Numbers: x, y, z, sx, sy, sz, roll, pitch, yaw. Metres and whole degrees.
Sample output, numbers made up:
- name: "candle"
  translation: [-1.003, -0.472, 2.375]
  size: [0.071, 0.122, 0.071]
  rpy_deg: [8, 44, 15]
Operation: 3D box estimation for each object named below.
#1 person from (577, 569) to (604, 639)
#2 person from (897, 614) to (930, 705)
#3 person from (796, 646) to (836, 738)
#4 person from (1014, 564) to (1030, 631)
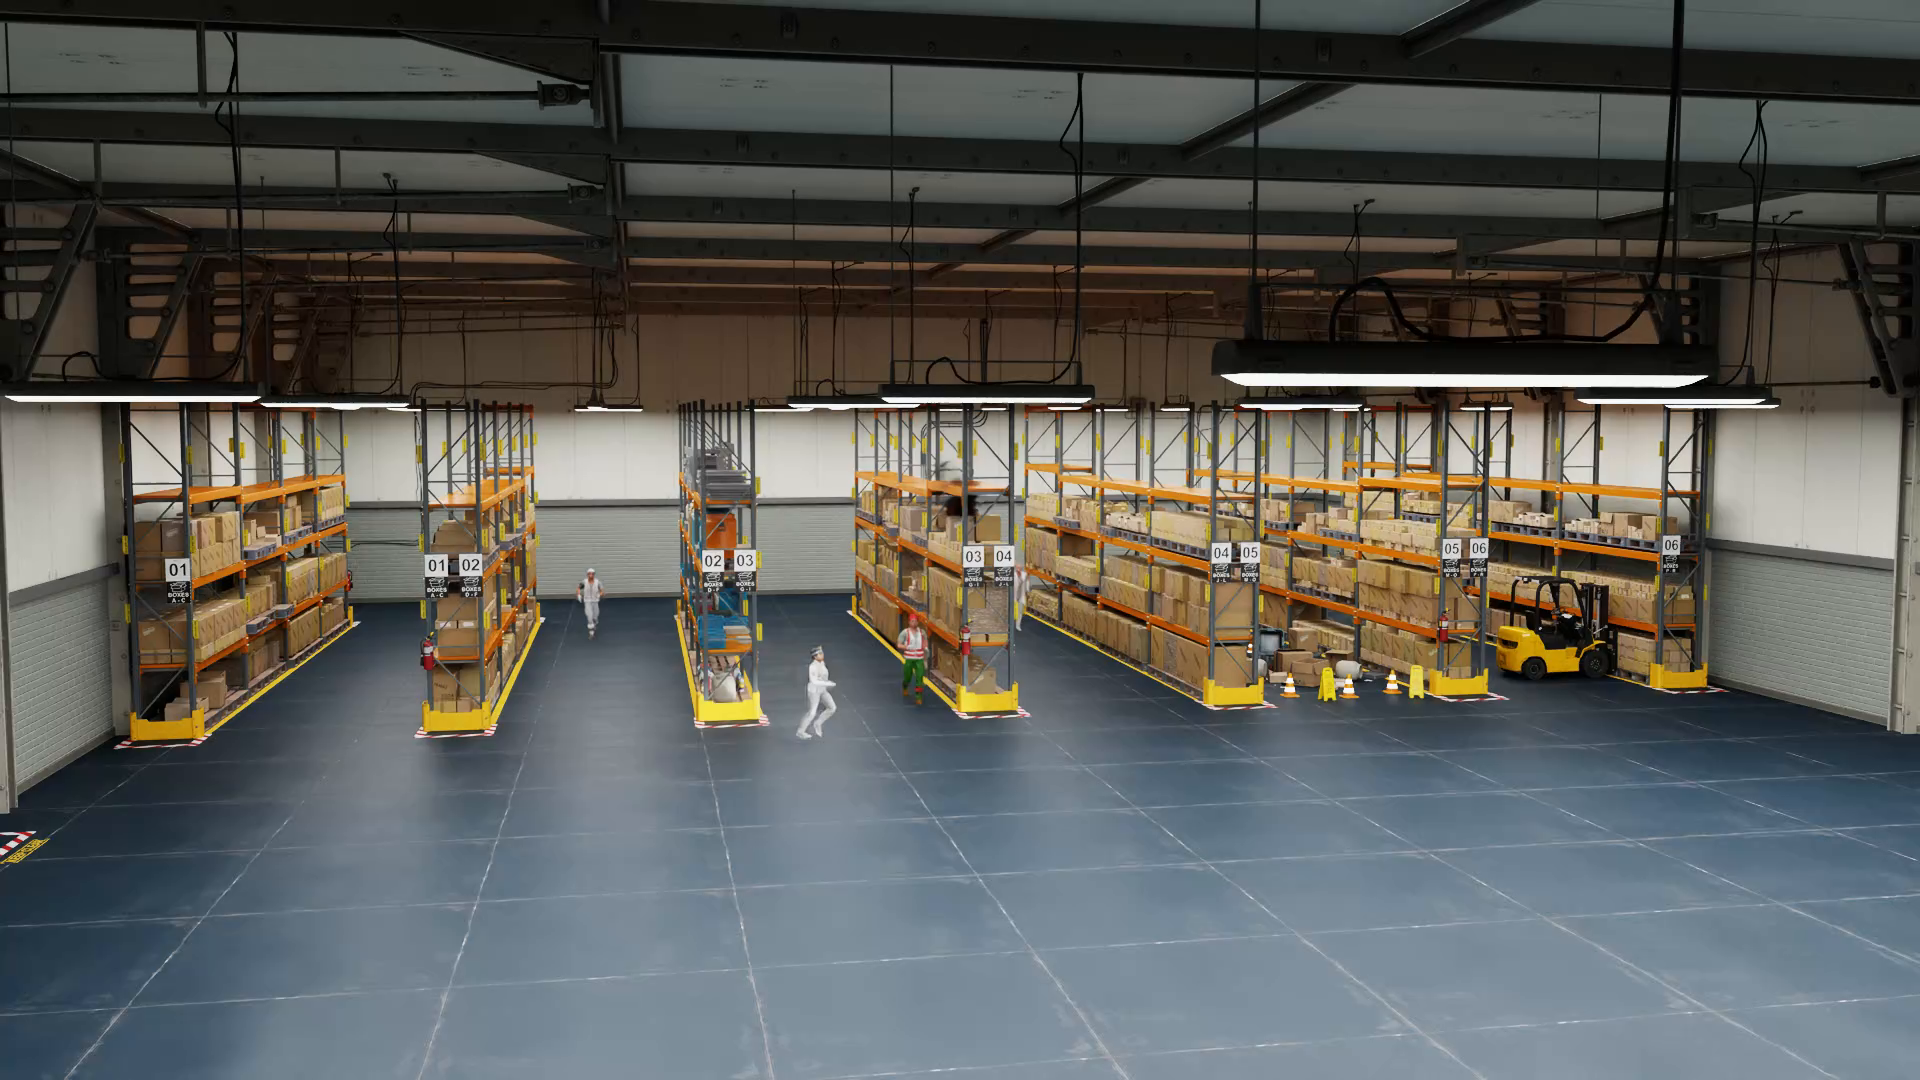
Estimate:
- name: "person"
  translation: [-9.459, 1.617, 42.622]
  size: [0.685, 1.771, 0.878]
  rpy_deg: [-1, 5, -18]
- name: "person"
  translation: [-0.916, 2.348, 32.870]
  size: [0.666, 1.768, 0.956]
  rpy_deg: [-1, 4, -15]
- name: "person"
  translation: [-2.488, 2.669, 29.252]
  size: [0.794, 1.650, 0.626]
  rpy_deg: [2, 5, 27]
- name: "person"
  translation: [1.531, 1.508, 44.418]
  size: [0.739, 1.763, 0.928]
  rpy_deg: [-1, 4, -16]
